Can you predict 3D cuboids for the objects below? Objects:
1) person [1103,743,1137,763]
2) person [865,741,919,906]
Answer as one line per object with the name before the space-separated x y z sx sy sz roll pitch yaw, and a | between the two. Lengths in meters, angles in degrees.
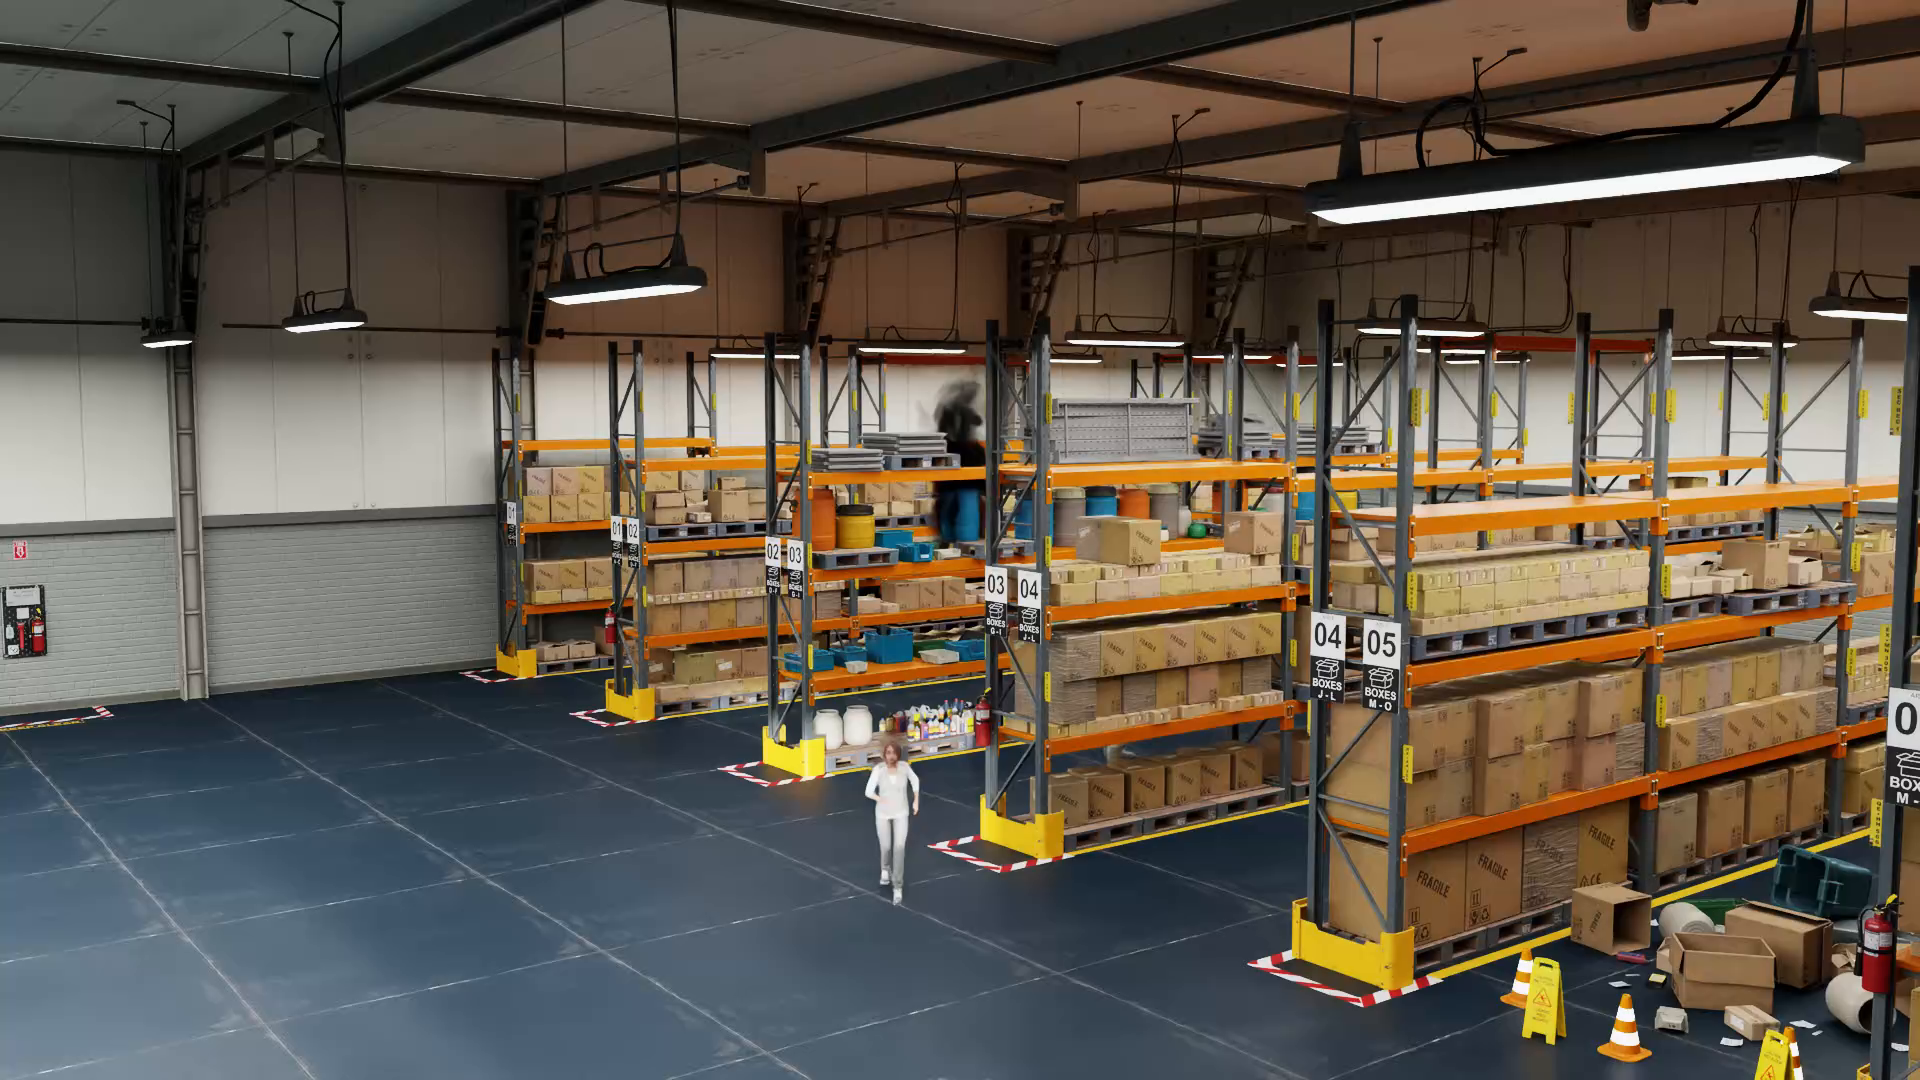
person | 2.096 2.400 21.707 0.816 1.772 0.663 -5 7 -43
person | -0.694 2.863 17.133 0.558 1.638 0.748 0 5 -3
